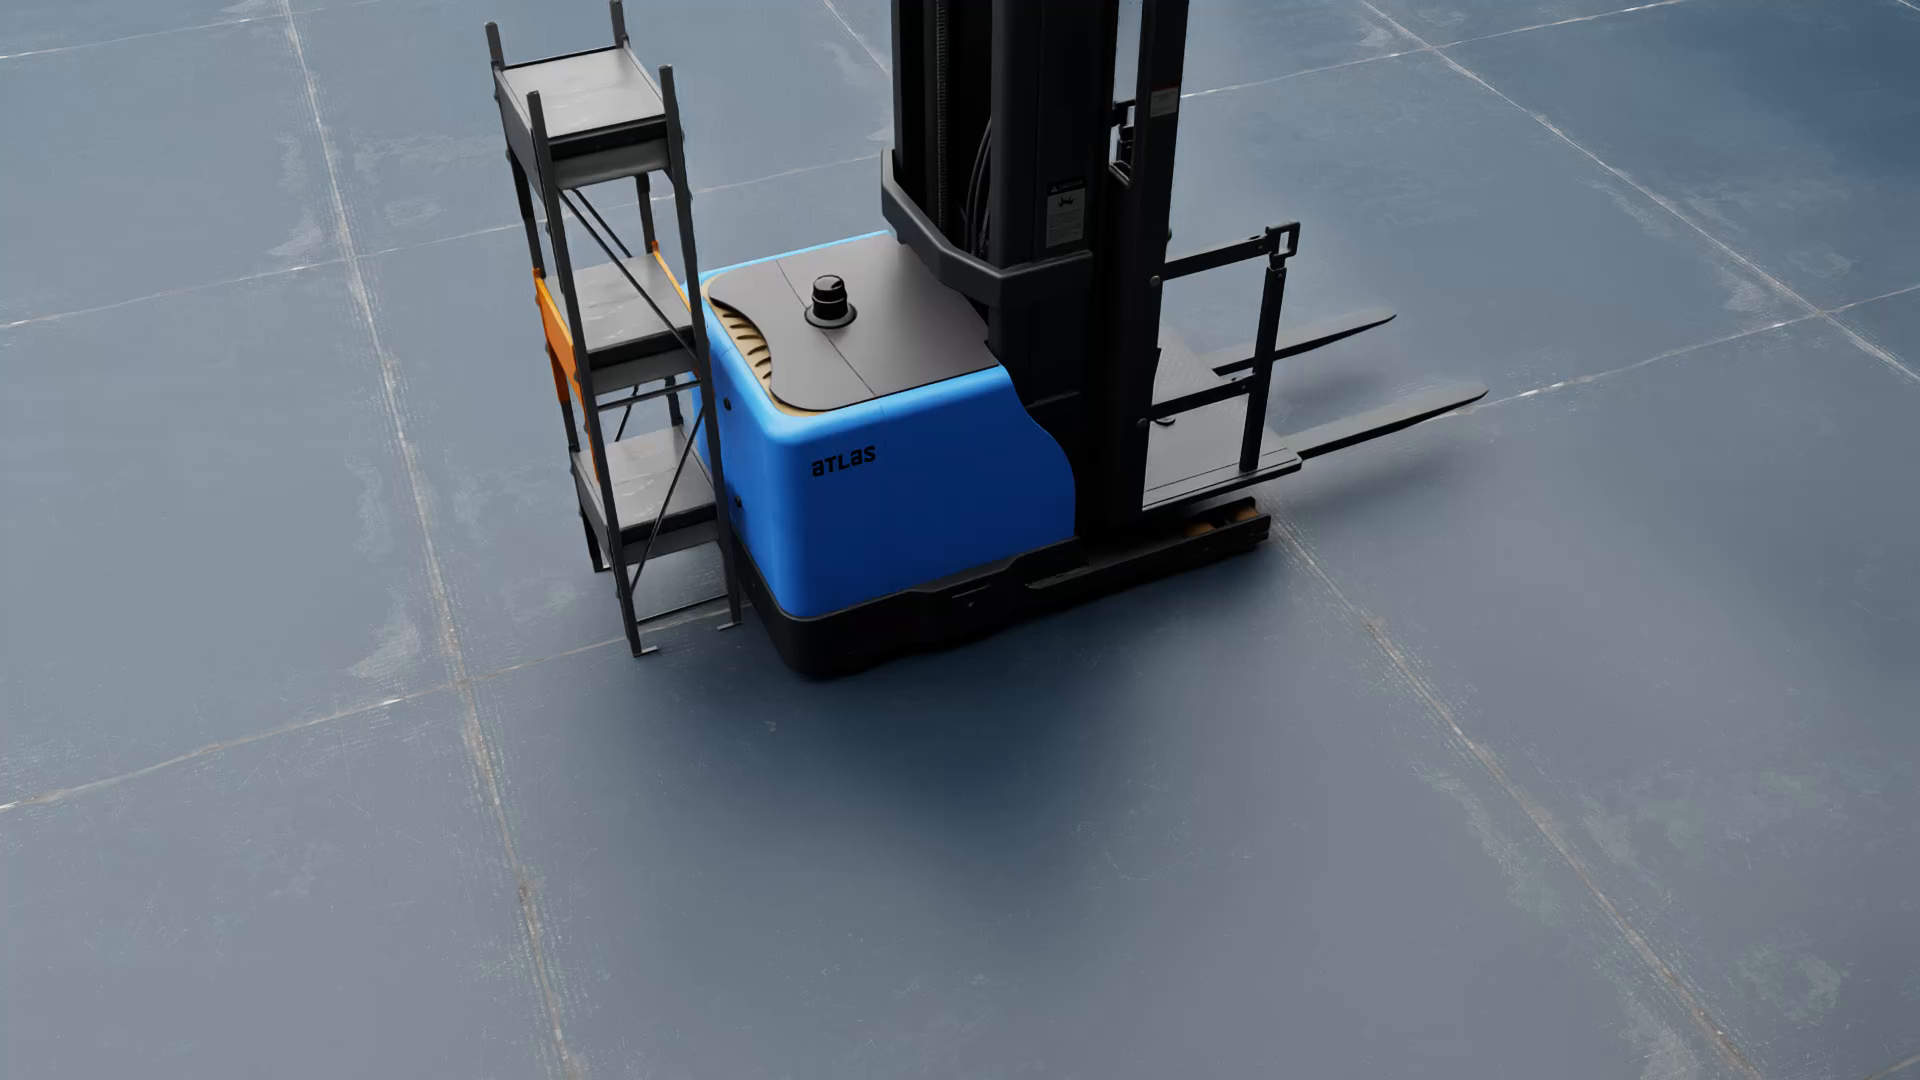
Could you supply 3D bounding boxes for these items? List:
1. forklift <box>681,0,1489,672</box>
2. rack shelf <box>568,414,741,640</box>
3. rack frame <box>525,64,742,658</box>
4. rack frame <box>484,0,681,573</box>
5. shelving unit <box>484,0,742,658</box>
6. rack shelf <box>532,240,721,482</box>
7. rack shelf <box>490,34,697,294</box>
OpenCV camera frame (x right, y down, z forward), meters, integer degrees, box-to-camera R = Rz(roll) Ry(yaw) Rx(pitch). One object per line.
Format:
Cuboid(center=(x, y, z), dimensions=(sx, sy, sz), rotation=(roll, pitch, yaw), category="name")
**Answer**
Cuboid(center=(0.590, -1.314, 5.531), dimensions=(3.031, 2.935, 1.130), rotation=(-17, 44, -19), category="forklift")
Cuboid(center=(-1.061, -0.048, 5.788), dimensions=(0.431, 0.518, 0.480), rotation=(-17, 44, -18), category="rack shelf")
Cuboid(center=(-0.962, -0.444, 5.153), dimensions=(0.400, 2.100, 0.015), rotation=(-17, 44, -18), category="rack frame")
Cuboid(center=(-1.168, -0.732, 5.489), dimensions=(0.400, 2.100, 0.015), rotation=(-17, 44, -18), category="rack frame")
Cuboid(center=(-1.065, -0.588, 5.321), dimensions=(0.431, 2.100, 0.503), rotation=(-17, 44, -18), category="shelving unit")
Cuboid(center=(-1.065, -0.578, 5.330), dimensions=(0.431, 0.518, 0.480), rotation=(-17, 44, -18), category="rack shelf")
Cuboid(center=(-1.069, -1.107, 4.872), dimensions=(0.431, 0.518, 0.480), rotation=(-17, 44, -18), category="rack shelf")
